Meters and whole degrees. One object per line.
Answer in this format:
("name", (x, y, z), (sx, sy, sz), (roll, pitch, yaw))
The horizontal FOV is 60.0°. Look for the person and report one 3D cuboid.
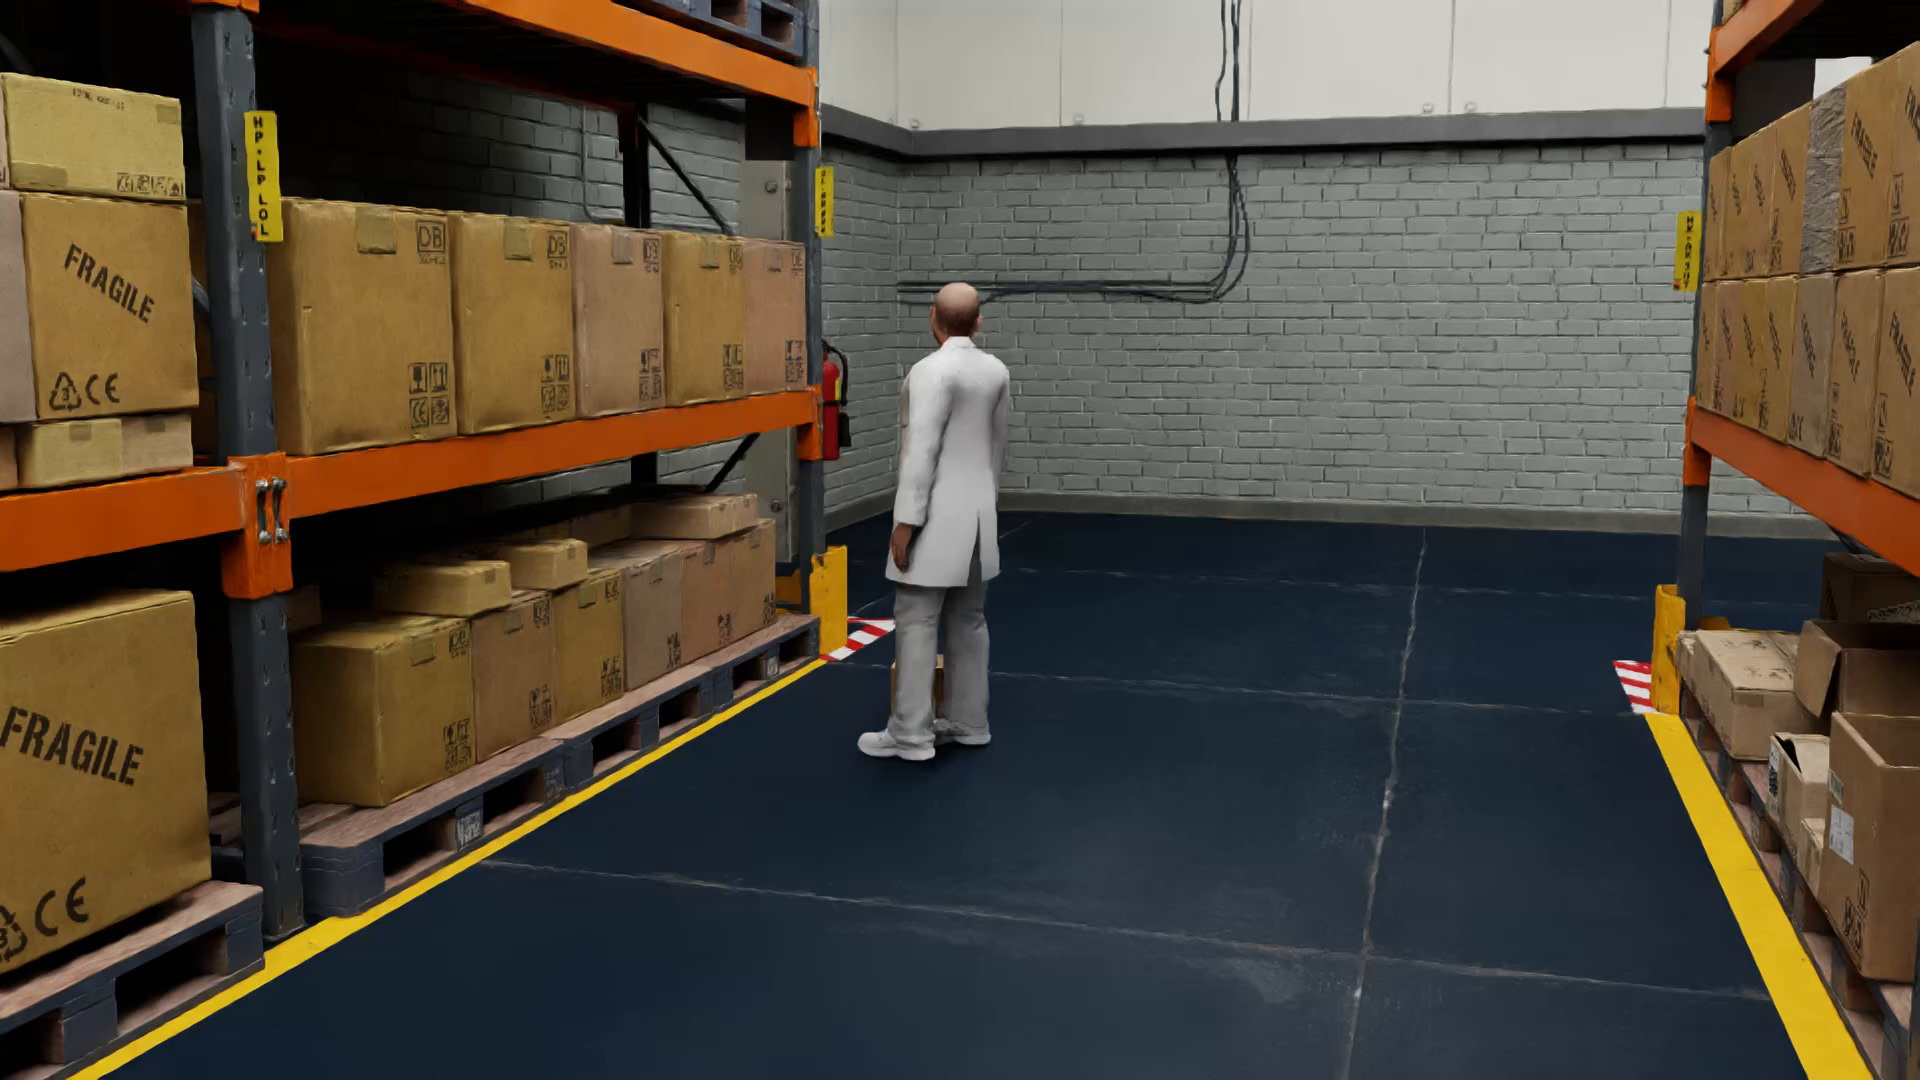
("person", (-0.107, -0.074, 6.304), (0.473, 1.788, 0.635), (7, 11, 39))
